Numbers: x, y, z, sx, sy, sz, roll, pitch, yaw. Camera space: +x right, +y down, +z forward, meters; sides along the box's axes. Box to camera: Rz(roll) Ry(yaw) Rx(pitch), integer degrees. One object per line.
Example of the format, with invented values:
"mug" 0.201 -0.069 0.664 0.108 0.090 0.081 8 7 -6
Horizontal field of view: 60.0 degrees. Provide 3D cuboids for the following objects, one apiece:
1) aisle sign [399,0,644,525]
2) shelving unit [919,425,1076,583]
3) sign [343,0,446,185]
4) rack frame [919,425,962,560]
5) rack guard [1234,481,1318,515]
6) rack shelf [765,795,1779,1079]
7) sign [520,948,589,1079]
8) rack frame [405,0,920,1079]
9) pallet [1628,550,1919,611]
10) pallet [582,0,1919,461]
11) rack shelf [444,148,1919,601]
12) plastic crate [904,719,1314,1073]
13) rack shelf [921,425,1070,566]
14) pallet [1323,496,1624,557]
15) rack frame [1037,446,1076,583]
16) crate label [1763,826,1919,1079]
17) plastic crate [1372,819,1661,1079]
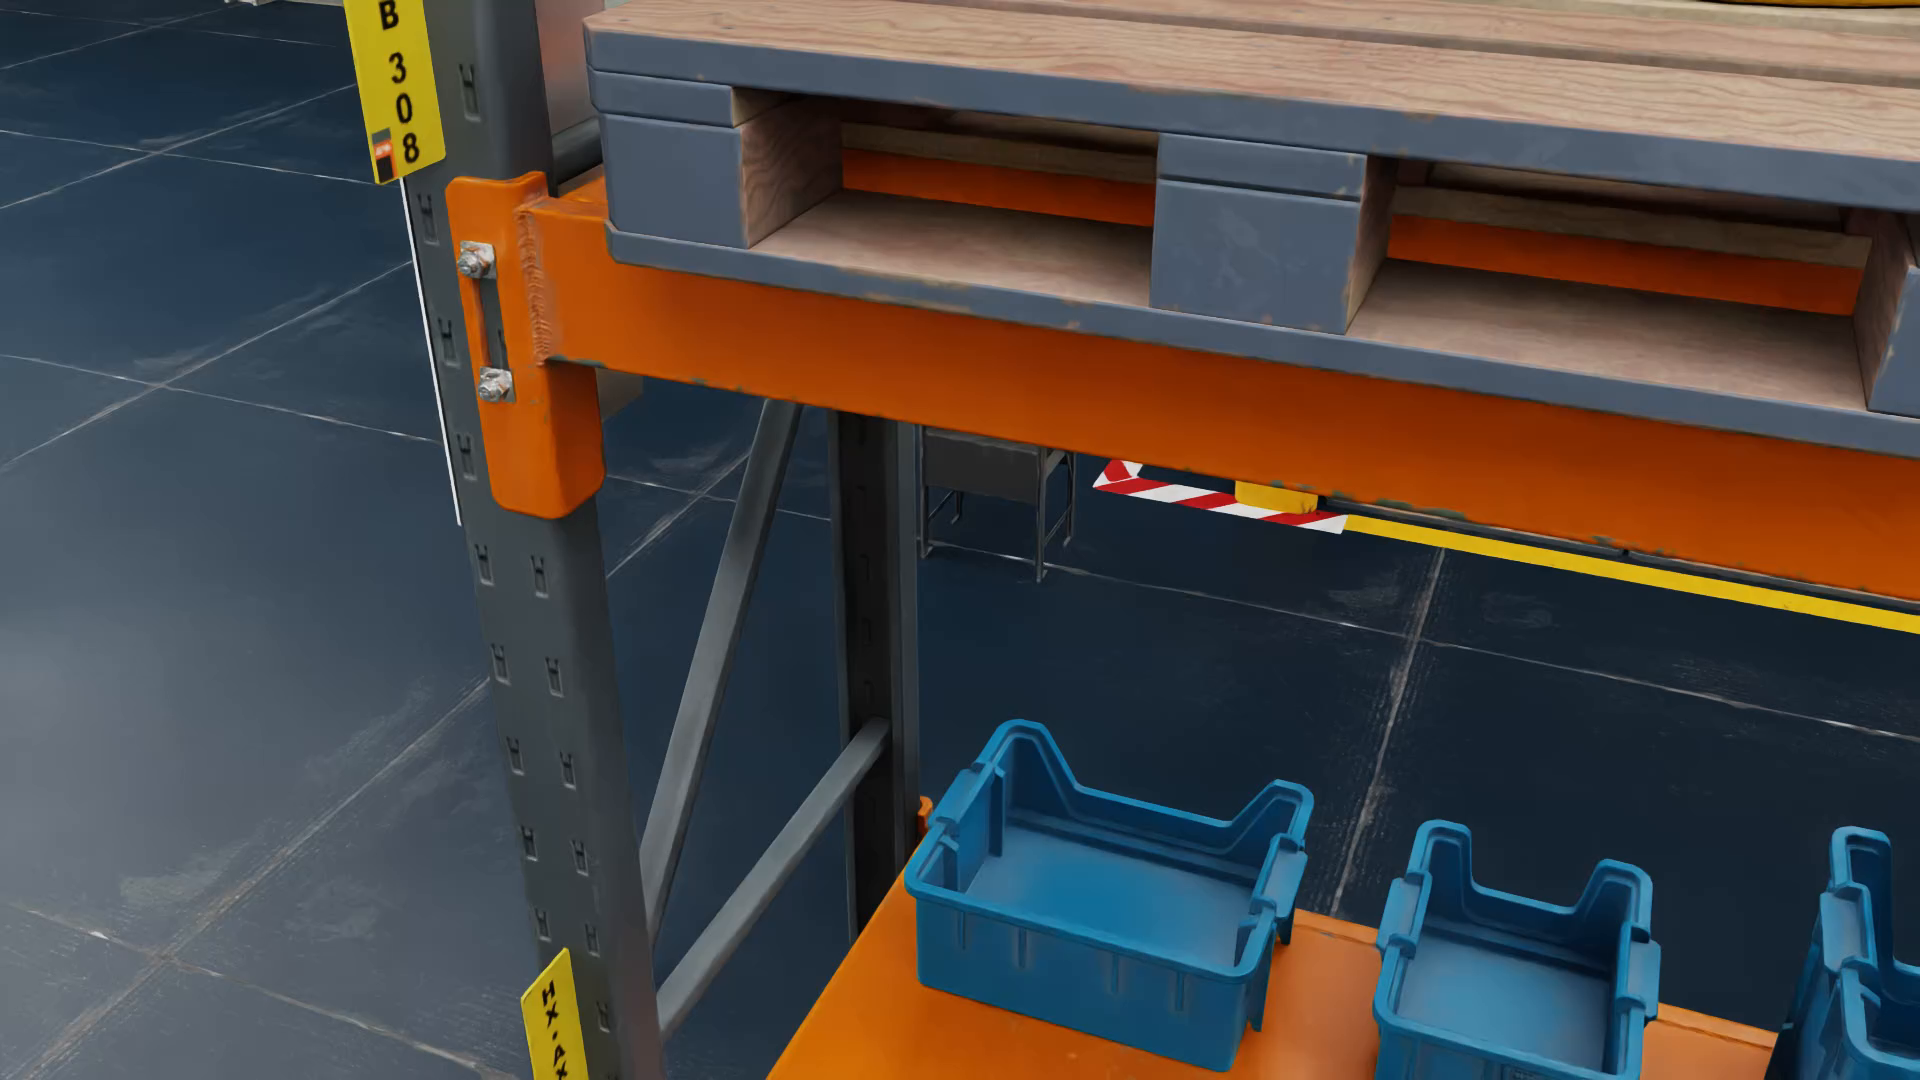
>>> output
"aisle sign" -0.495 -0.449 1.854 0.004 0.787 0.394 11 31 19
"shelving unit" 0.153 -0.883 6.179 0.503 2.100 0.431 11 31 19
"sign" -0.529 -0.497 1.524 0.005 0.325 0.100 11 31 19
"rack frame" -0.073 -0.929 6.259 0.015 2.100 0.400 11 31 19
"rack guard" 1.526 -0.612 7.324 0.348 0.500 1.175 11 31 19
"rack shelf" 1.535 1.245 2.229 4.000 0.370 1.077 11 31 19
"sign" -0.529 0.692 2.196 0.005 0.325 0.100 11 31 19
"rack frame" -0.319 0.564 2.704 0.053 2.616 0.949 11 31 19
"pallet" 3.399 -0.133 6.770 1.213 0.211 1.003 11 31 19
"pallet" 0.412 -0.464 1.666 1.213 0.211 1.003 11 31 19
"rack shelf" 1.535 -0.060 1.491 4.000 0.370 1.077 11 31 19
"plastic crate" 0.259 0.583 2.821 0.616 0.251 0.499 11 31 19
"rack shelf" 0.153 -0.262 6.530 0.480 0.518 0.431 11 31 19
"pallet" 2.272 -0.359 7.171 1.213 0.211 1.003 11 31 19
"rack frame" 0.379 -0.838 6.099 0.015 2.100 0.400 11 31 19
"crate label" 1.489 0.764 2.314 0.616 0.435 0.502 11 31 19
"plastic crate" 0.858 0.706 2.604 0.408 0.251 0.499 11 31 19
